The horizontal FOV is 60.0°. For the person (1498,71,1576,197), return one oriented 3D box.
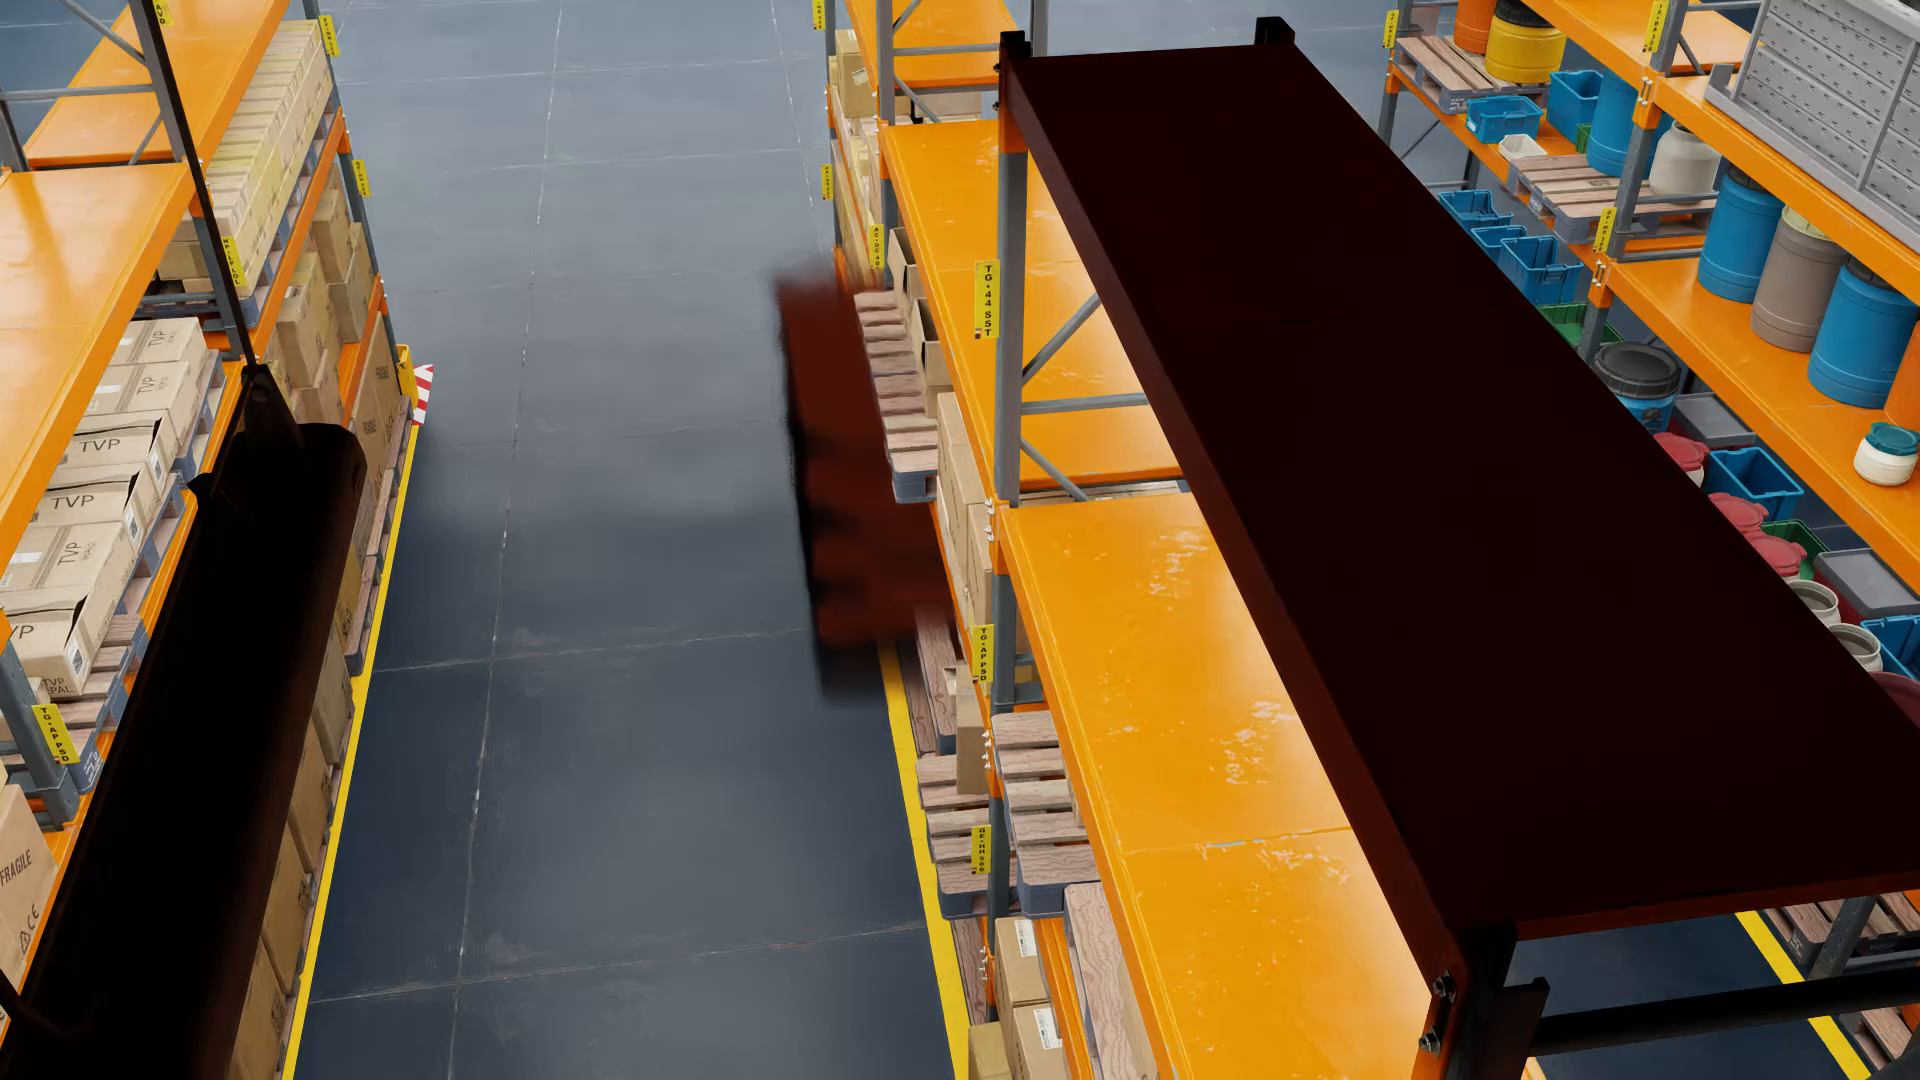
[{"bbox_3d":[6.391,-4.291,17.915,1.030,1.586,0.521,18,40,23],"label":"person"}]
